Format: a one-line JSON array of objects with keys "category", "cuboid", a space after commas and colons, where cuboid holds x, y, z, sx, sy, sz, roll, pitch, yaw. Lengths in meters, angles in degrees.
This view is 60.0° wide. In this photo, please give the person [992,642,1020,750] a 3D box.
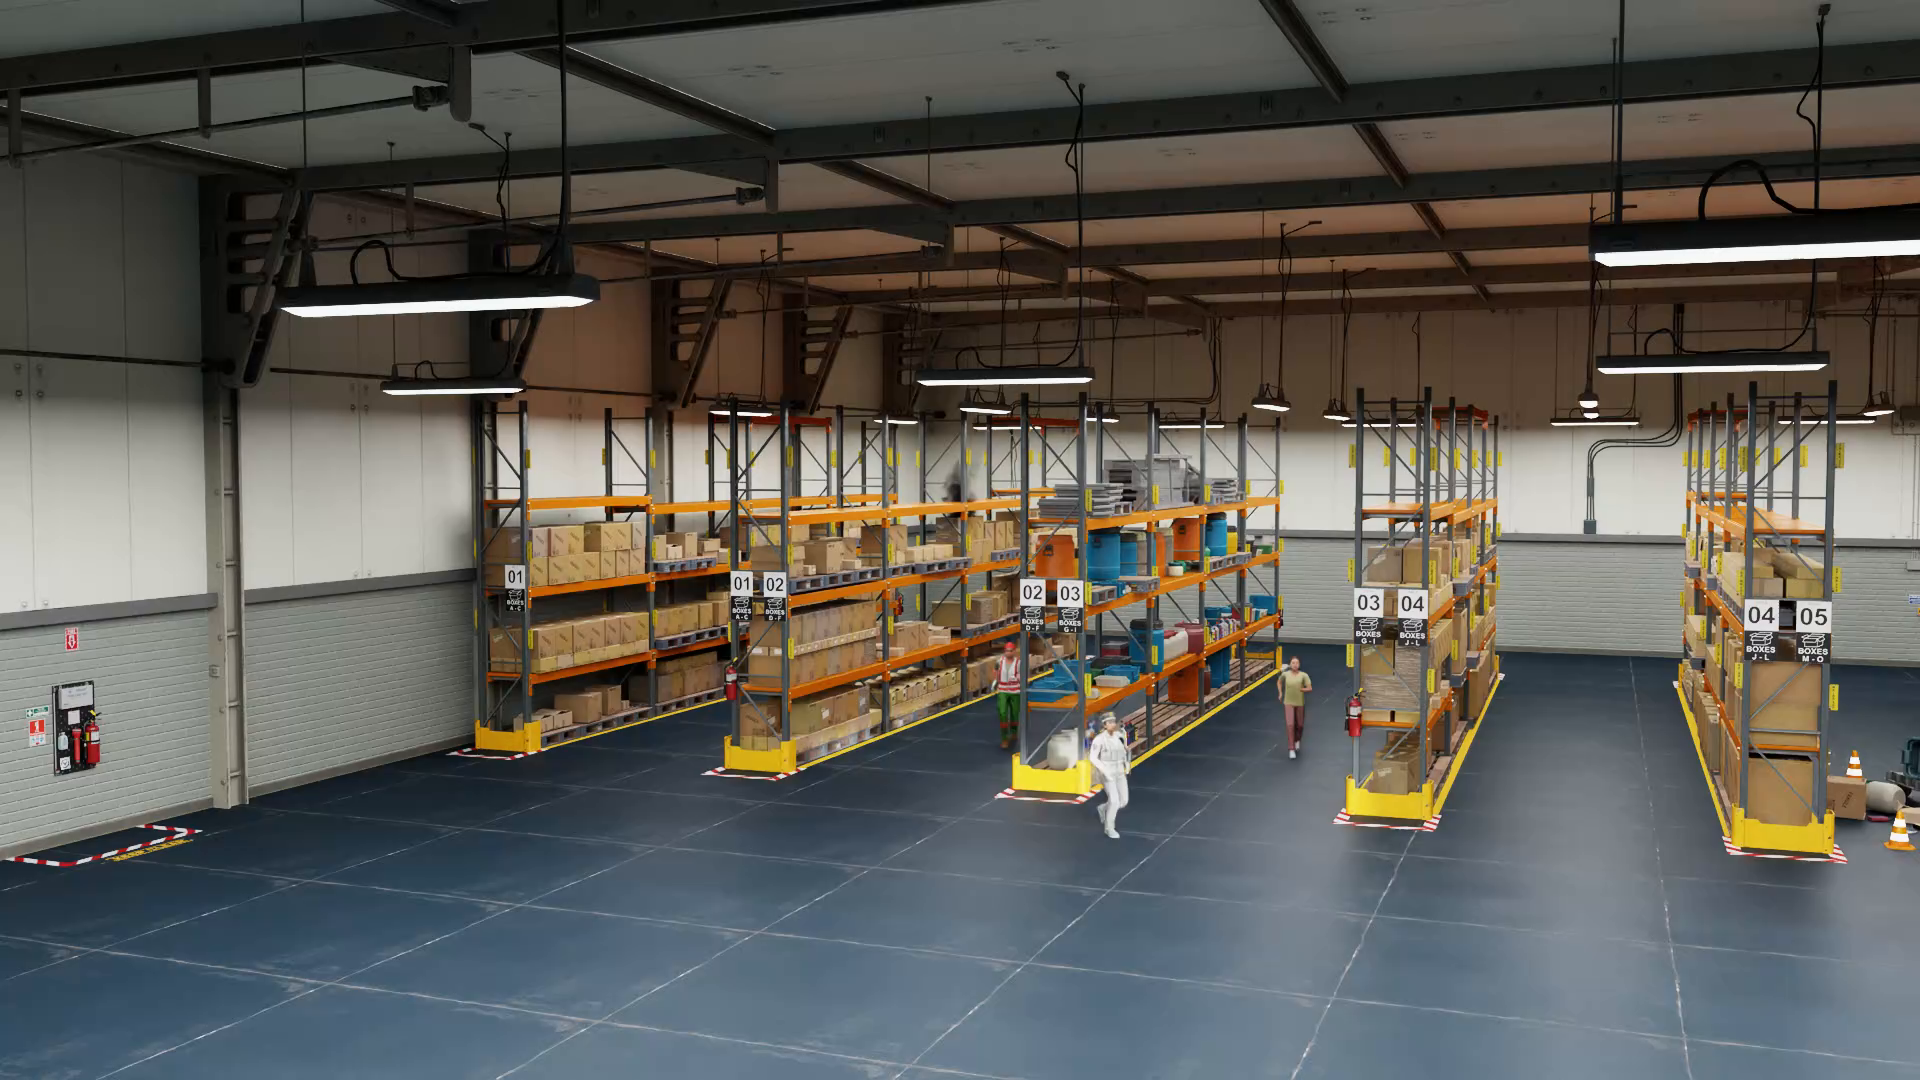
[{"category": "person", "cuboid": [0.860, 2.693, 28.962, 0.643, 1.844, 0.876, 0, 3, 6]}]

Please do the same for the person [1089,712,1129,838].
[{"category": "person", "cuboid": [1.993, 3.102, 22.144, 0.618, 1.668, 0.511, -2, 3, -32]}]

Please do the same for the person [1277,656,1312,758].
[{"category": "person", "cuboid": [5.638, 2.778, 28.014, 0.574, 1.655, 0.969, 0, 3, 7]}]
